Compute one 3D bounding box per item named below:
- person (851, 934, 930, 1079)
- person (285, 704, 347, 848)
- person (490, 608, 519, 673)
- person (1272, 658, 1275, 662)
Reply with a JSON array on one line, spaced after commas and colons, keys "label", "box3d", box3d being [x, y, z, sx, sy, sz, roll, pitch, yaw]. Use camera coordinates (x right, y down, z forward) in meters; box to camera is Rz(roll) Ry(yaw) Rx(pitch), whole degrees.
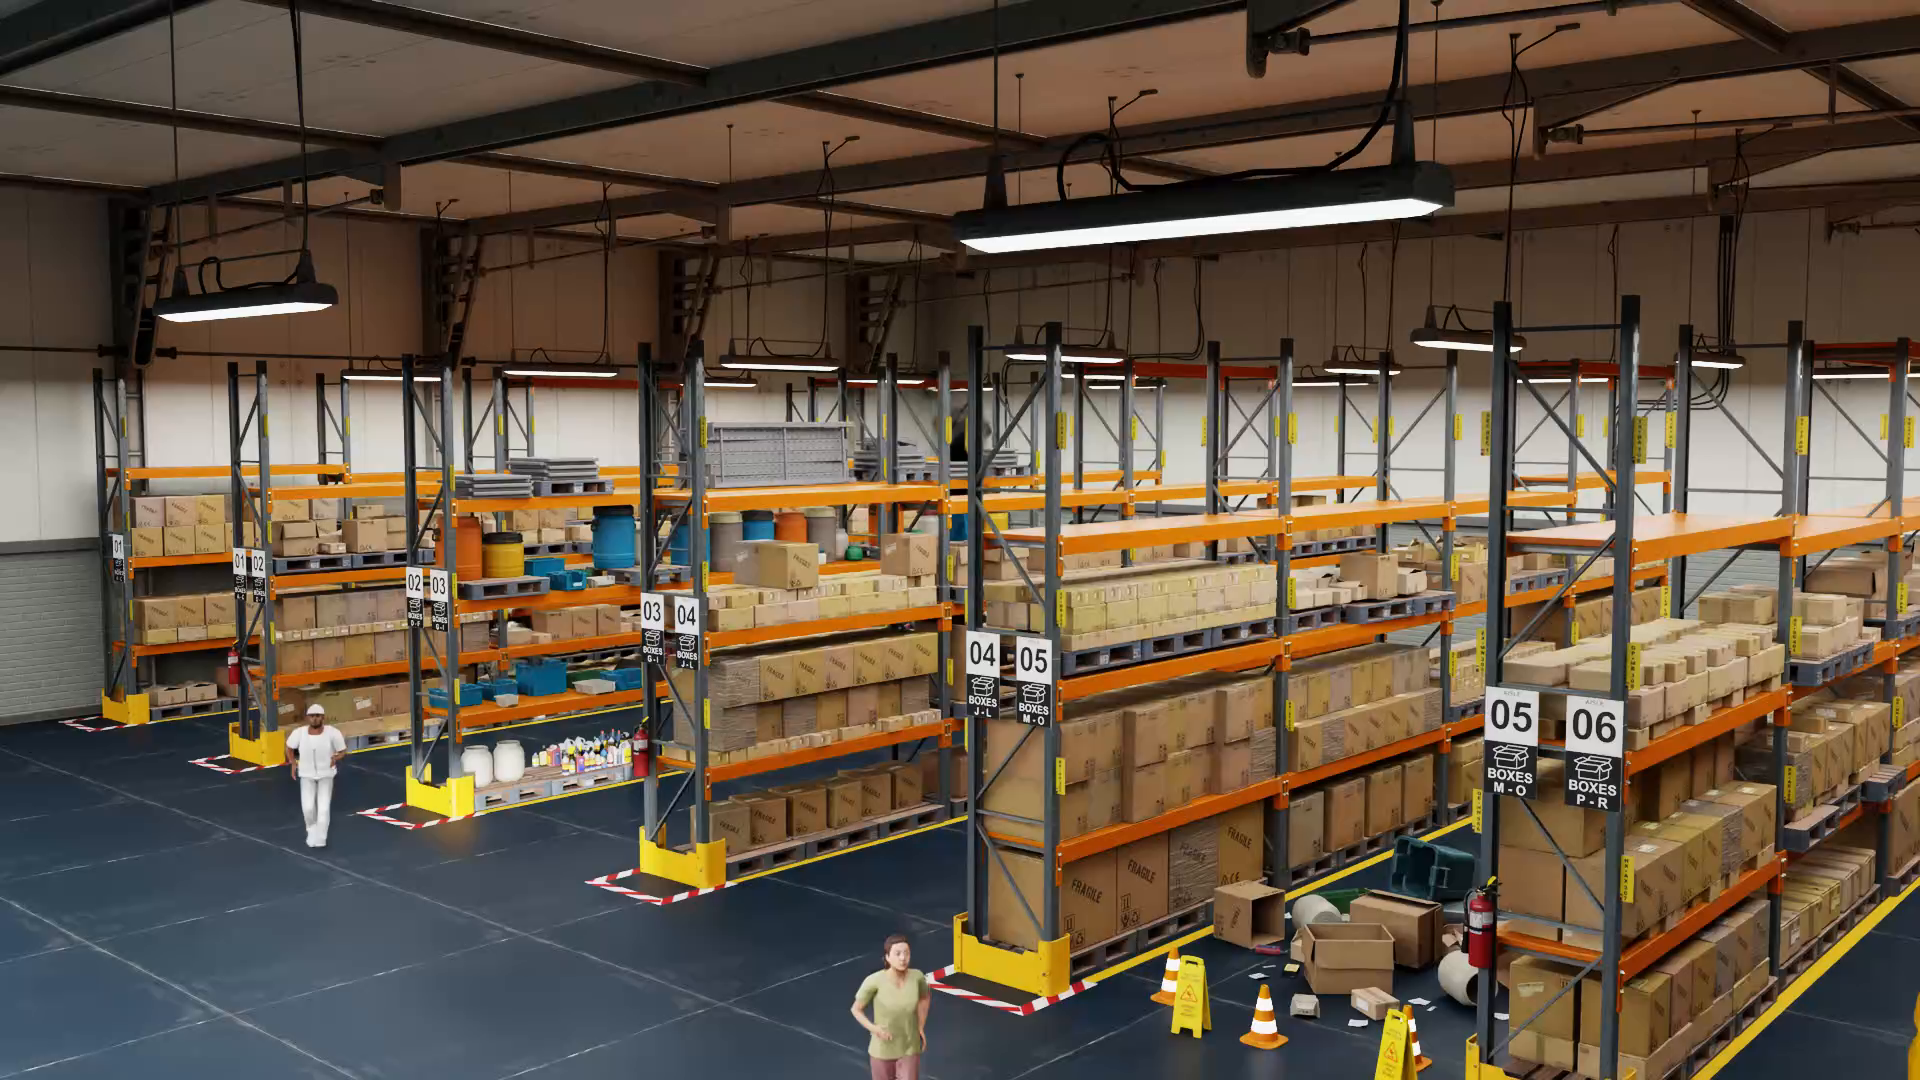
[{"label": "person", "box3d": [-0.460, 3.508, 11.365, 0.570, 1.667, 0.837, -1, 4, -12]}, {"label": "person", "box3d": [-7.709, 2.833, 19.890, 0.705, 1.732, 0.599, -1, 4, -17]}, {"label": "person", "box3d": [-8.265, 2.072, 30.274, 0.685, 1.735, 0.667, 3, 5, 33]}, {"label": "person", "box3d": [4.795, 2.536, 25.195, 0.523, 1.554, 0.531, 3, 5, 34]}]
